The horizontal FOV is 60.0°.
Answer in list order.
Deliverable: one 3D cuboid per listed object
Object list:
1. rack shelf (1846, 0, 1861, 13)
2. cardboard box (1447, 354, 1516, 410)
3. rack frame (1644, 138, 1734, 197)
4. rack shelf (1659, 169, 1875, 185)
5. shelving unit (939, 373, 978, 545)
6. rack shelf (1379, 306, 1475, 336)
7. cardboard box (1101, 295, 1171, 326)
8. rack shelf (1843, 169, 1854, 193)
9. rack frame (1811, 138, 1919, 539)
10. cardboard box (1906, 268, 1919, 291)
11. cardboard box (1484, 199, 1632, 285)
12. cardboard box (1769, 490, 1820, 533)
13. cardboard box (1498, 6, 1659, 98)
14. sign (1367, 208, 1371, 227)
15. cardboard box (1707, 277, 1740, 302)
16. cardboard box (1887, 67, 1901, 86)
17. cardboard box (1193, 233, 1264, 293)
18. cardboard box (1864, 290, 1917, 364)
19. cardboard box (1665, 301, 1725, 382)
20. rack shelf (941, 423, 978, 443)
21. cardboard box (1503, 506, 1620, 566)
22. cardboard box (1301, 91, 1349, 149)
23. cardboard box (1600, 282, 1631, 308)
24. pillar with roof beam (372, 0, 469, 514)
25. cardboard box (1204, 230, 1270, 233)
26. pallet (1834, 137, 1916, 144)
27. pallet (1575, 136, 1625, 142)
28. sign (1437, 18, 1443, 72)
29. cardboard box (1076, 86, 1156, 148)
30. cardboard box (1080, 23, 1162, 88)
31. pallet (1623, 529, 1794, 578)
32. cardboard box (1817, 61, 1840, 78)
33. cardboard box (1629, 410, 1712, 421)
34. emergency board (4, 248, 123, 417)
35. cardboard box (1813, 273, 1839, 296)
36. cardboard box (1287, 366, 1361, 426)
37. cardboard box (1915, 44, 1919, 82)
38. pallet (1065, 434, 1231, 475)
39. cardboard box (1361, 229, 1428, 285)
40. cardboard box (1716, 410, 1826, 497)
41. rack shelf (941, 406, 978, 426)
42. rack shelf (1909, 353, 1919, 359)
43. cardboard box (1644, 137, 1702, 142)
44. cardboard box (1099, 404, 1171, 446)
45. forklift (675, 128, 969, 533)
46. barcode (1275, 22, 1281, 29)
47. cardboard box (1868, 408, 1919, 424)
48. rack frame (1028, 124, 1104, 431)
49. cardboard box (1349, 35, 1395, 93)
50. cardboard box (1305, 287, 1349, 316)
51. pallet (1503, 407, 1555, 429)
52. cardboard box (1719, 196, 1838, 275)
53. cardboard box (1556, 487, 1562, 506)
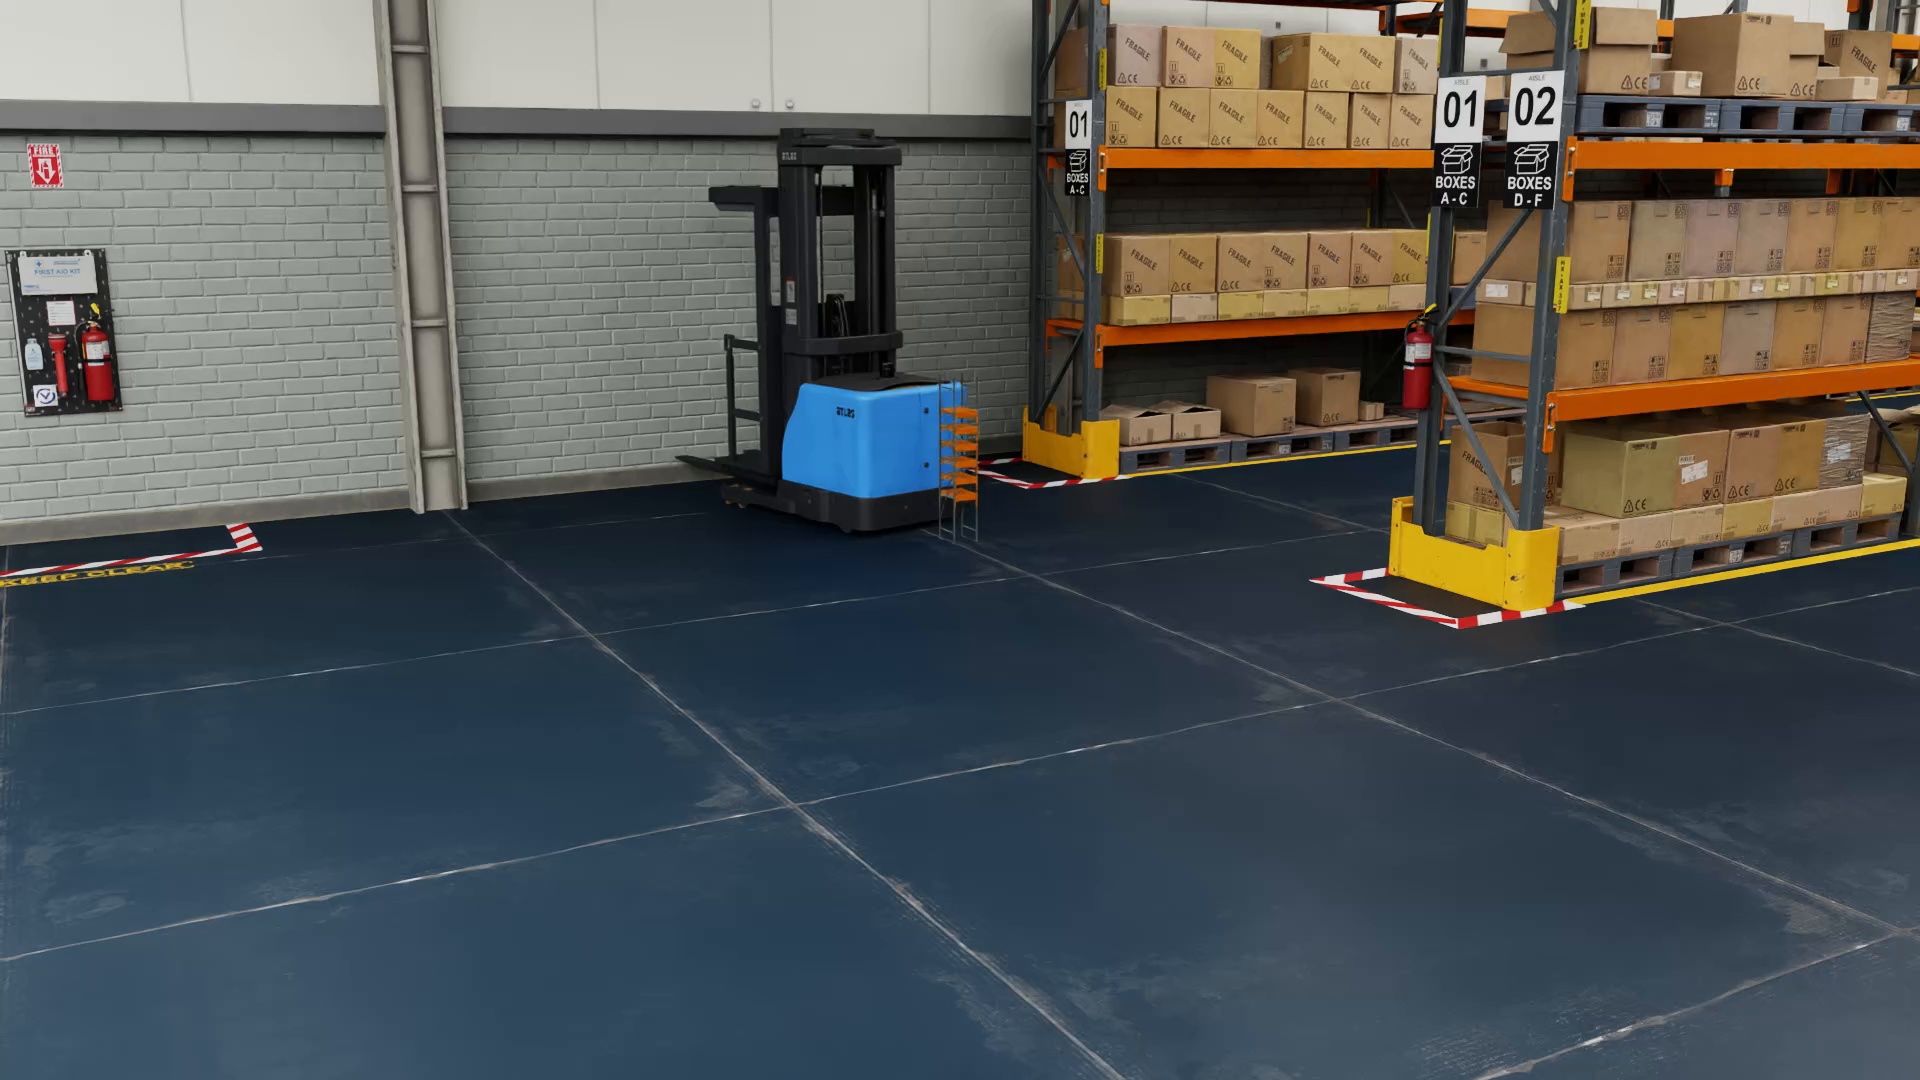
[{"bbox_3d":[5.051,-3.746,10.807,4.000,0.370,1.077,-7,14,-28],"label":"rack shelf"},{"bbox_3d":[5.497,-1.670,17.387,0.500,0.500,0.700,-7,15,-29],"label":"cardboard box"},{"bbox_3d":[7.941,-2.951,18.388,0.127,3.000,1.000,-7,14,-28],"label":"rack frame"},{"bbox_3d":[9.696,-4.273,19.072,4.000,0.370,1.077,-7,14,-28],"label":"rack shelf"},{"bbox_3d":[-0.013,-0.584,11.971,0.189,1.200,0.258,-7,14,-28],"label":"shelving unit"},{"bbox_3d":[6.185,-2.389,17.532,4.000,0.370,1.077,-7,14,-28],"label":"rack shelf"},{"bbox_3d":[1.499,-2.036,14.619,0.500,0.250,0.500,-7,15,-29],"label":"cardboard box"},{"bbox_3d":[8.562,-2.898,12.962,4.000,0.370,1.077,-7,14,-28],"label":"rack shelf"},{"bbox_3d":[6.807,-1.575,12.278,0.127,3.000,1.000,-7,14,-28],"label":"rack frame"},{"bbox_3d":[6.671,-1.871,11.885,0.250,0.149,0.380,-7,14,-28],"label":"cardboard box"},{"bbox_3d":[3.758,-1.889,10.487,0.500,0.500,0.700,-7,14,-28],"label":"cardboard box"},{"bbox_3d":[5.629,-0.242,11.658,0.500,0.250,0.500,-7,14,-28],"label":"cardboard box"},{"bbox_3d":[3.802,-3.001,10.271,0.637,0.503,0.797,-6,14,-24],"label":"cardboard box"},{"bbox_3d":[4.161,-3.201,16.865,0.005,0.325,0.100,-7,14,-28],"label":"sign"},{"bbox_3d":[4.873,-1.656,10.929,0.250,0.149,0.380,-7,14,-29],"label":"cardboard box"},{"bbox_3d":[10.617,-5.397,19.488,0.500,0.250,0.500,-6,14,-24],"label":"cardboard box"},{"bbox_3d":[2.377,-2.507,15.005,0.500,0.500,0.500,-7,15,-30],"label":"cardboard box"},{"bbox_3d":[6.420,-1.576,12.054,0.500,0.500,0.700,-7,15,-29],"label":"cardboard box"},{"bbox_3d":[4.609,-1.357,11.081,0.500,0.500,0.700,-7,14,-27],"label":"cardboard box"},{"bbox_3d":[-0.013,-0.775,11.928,0.180,0.103,0.258,-7,14,-28],"label":"rack shelf"},{"bbox_3d":[3.873,-0.032,10.724,0.500,0.250,0.500,-7,14,-28],"label":"cardboard box"},{"bbox_3d":[3.187,-3.835,15.211,0.500,0.500,0.500,-7,15,-30],"label":"cardboard box"},{"bbox_3d":[3.974,-1.548,10.451,0.250,0.149,0.380,-7,15,-29],"label":"cardboard box"},{"bbox_3d":[-2.085,-3.815,8.566,0.400,9.000,9.100,-7,14,-28],"label":"pillar with roof beam"},{"bbox_3d":[2.571,-2.661,15.690,0.500,0.500,0.500,-7,14,-27],"label":"cardboard box"},{"bbox_3d":[10.671,-4.635,19.479,1.217,0.209,0.805,-8,15,-30],"label":"pallet"},{"bbox_3d":[5.932,-4.056,16.894,1.003,0.211,1.213,-7,14,-28],"label":"pallet"},{"bbox_3d":[3.048,-3.117,10.461,0.005,0.325,0.100,-7,14,-28],"label":"sign"},{"bbox_3d":[1.332,-3.618,14.248,0.500,0.500,0.500,-6,14,-26],"label":"cardboard box"},{"bbox_3d":[1.373,-4.112,14.168,0.500,0.500,0.500,-8,15,-32],"label":"cardboard box"},{"bbox_3d":[5.016,-0.010,11.674,1.213,0.211,1.003,-7,14,-28],"label":"pallet"},{"bbox_3d":[5.764,-3.210,11.635,0.500,0.311,0.500,-8,15,-31],"label":"cardboard box"},{"bbox_3d":[4.934,-0.658,11.800,0.500,0.500,0.500,-7,14,-28],"label":"cardboard box"},{"bbox_3d":[-6.335,-1.465,11.789,0.643,1.169,0.194,-7,14,-28],"label":"emergency board"},{"bbox_3d":[5.777,-1.764,11.411,0.250,0.149,0.380,-7,14,-28],"label":"cardboard box"},{"bbox_3d":[3.538,-1.408,16.225,0.500,0.500,0.500,-8,15,-32],"label":"cardboard box"},{"bbox_3d":[7.367,-3.594,12.091,0.500,0.500,0.500,-7,14,-27],"label":"cardboard box"},{"bbox_3d":[1.716,-0.835,15.339,1.213,0.211,1.003,-7,14,-28],"label":"pallet"},{"bbox_3d":[4.163,-2.723,15.964,0.500,0.500,0.500,-7,14,-28],"label":"cardboard box"},{"bbox_3d":[5.623,-0.610,11.587,0.500,0.500,0.500,-7,14,-28],"label":"cardboard box"},{"bbox_3d":[-0.013,-0.892,11.901,0.180,0.103,0.258,-7,14,-28],"label":"rack shelf"},{"bbox_3d":[8.562,-1.435,13.292,4.000,0.370,1.077,-7,14,-28],"label":"rack shelf"},{"bbox_3d":[7.438,-4.252,17.498,0.500,0.311,0.500,-7,14,-28],"label":"cardboard box"},{"bbox_3d":[1.569,-1.067,15.141,0.500,0.311,0.500,-9,15,-34],"label":"cardboard box"},{"bbox_3d":[-1.268,-1.742,13.176,1.130,2.935,3.031,-11,16,-39],"label":"forklift"},{"bbox_3d":[3.004,-4.857,15.699,0.075,0.075,0.001,-7,14,-28],"label":"barcode"},{"bbox_3d":[7.478,-0.866,13.155,0.500,0.311,0.500,-6,14,-26],"label":"cardboard box"},{"bbox_3d":[0.919,-2.109,14.648,0.127,3.000,1.000,-7,14,-28],"label":"rack frame"},{"bbox_3d":[3.641,-4.375,15.333,0.500,0.500,0.500,-6,14,-25],"label":"cardboard box"},{"bbox_3d":[3.284,-2.251,15.577,0.500,0.250,0.500,-7,14,-28],"label":"cardboard box"},{"bbox_3d":[6.185,-1.381,17.764,1.213,0.211,1.003,-7,14,-28],"label":"pallet"},{"bbox_3d":[5.537,-2.103,11.441,0.500,0.500,0.700,-7,14,-28],"label":"cardboard box"},{"bbox_3d":[4.058,-0.186,11.412,0.500,0.250,0.500,-7,14,-28],"label":"cardboard box"}]
